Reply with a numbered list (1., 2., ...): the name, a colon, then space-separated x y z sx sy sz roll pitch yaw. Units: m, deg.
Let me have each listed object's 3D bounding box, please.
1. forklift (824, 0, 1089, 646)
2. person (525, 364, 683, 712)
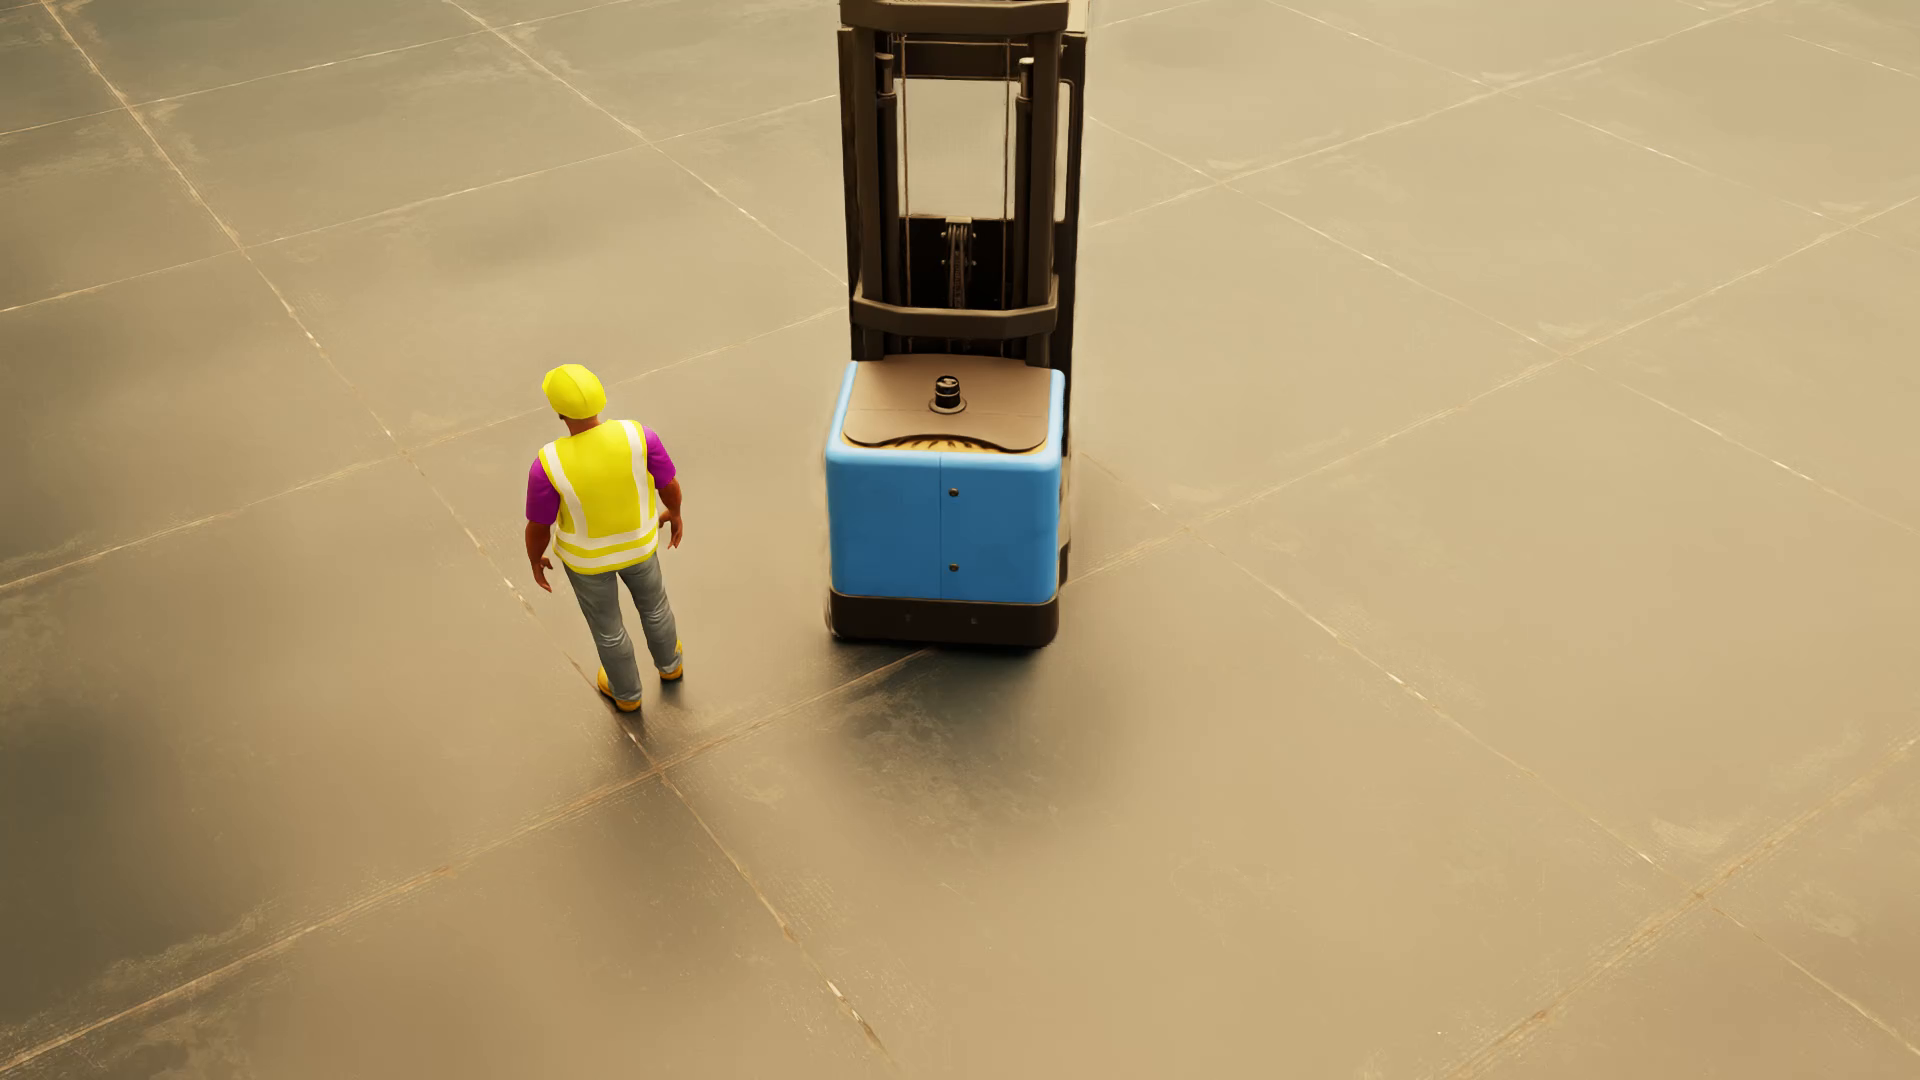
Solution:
1. forklift: 0.028 -1.550 8.040 1.130 2.935 3.031 3 37 3
2. person: -1.491 -0.024 6.945 0.666 1.766 0.576 -17 40 -21
